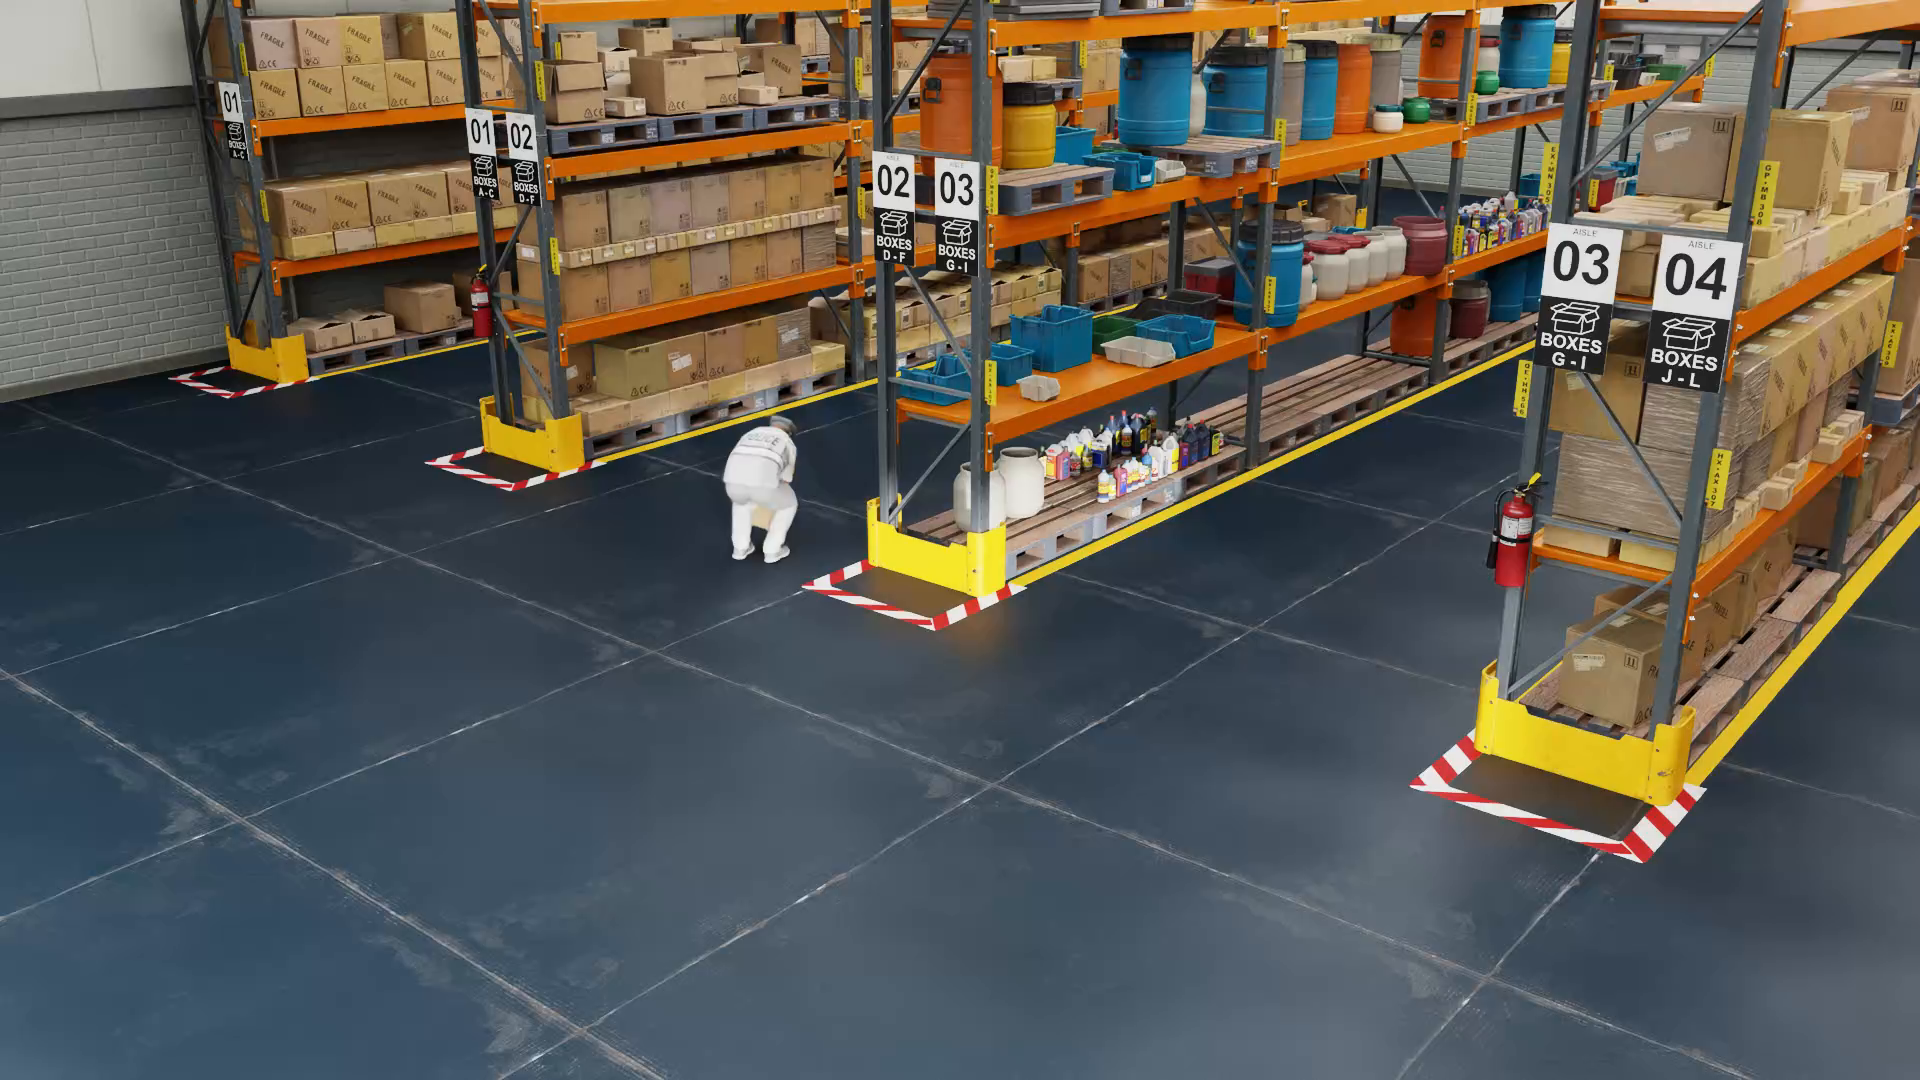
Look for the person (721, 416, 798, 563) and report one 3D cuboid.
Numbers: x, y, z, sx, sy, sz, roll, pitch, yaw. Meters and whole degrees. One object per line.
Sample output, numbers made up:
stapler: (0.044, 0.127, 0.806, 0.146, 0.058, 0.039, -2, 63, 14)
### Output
person: (-1.550, -0.404, 13.265, 0.544, 1.007, 1.026, 5, 21, 13)
